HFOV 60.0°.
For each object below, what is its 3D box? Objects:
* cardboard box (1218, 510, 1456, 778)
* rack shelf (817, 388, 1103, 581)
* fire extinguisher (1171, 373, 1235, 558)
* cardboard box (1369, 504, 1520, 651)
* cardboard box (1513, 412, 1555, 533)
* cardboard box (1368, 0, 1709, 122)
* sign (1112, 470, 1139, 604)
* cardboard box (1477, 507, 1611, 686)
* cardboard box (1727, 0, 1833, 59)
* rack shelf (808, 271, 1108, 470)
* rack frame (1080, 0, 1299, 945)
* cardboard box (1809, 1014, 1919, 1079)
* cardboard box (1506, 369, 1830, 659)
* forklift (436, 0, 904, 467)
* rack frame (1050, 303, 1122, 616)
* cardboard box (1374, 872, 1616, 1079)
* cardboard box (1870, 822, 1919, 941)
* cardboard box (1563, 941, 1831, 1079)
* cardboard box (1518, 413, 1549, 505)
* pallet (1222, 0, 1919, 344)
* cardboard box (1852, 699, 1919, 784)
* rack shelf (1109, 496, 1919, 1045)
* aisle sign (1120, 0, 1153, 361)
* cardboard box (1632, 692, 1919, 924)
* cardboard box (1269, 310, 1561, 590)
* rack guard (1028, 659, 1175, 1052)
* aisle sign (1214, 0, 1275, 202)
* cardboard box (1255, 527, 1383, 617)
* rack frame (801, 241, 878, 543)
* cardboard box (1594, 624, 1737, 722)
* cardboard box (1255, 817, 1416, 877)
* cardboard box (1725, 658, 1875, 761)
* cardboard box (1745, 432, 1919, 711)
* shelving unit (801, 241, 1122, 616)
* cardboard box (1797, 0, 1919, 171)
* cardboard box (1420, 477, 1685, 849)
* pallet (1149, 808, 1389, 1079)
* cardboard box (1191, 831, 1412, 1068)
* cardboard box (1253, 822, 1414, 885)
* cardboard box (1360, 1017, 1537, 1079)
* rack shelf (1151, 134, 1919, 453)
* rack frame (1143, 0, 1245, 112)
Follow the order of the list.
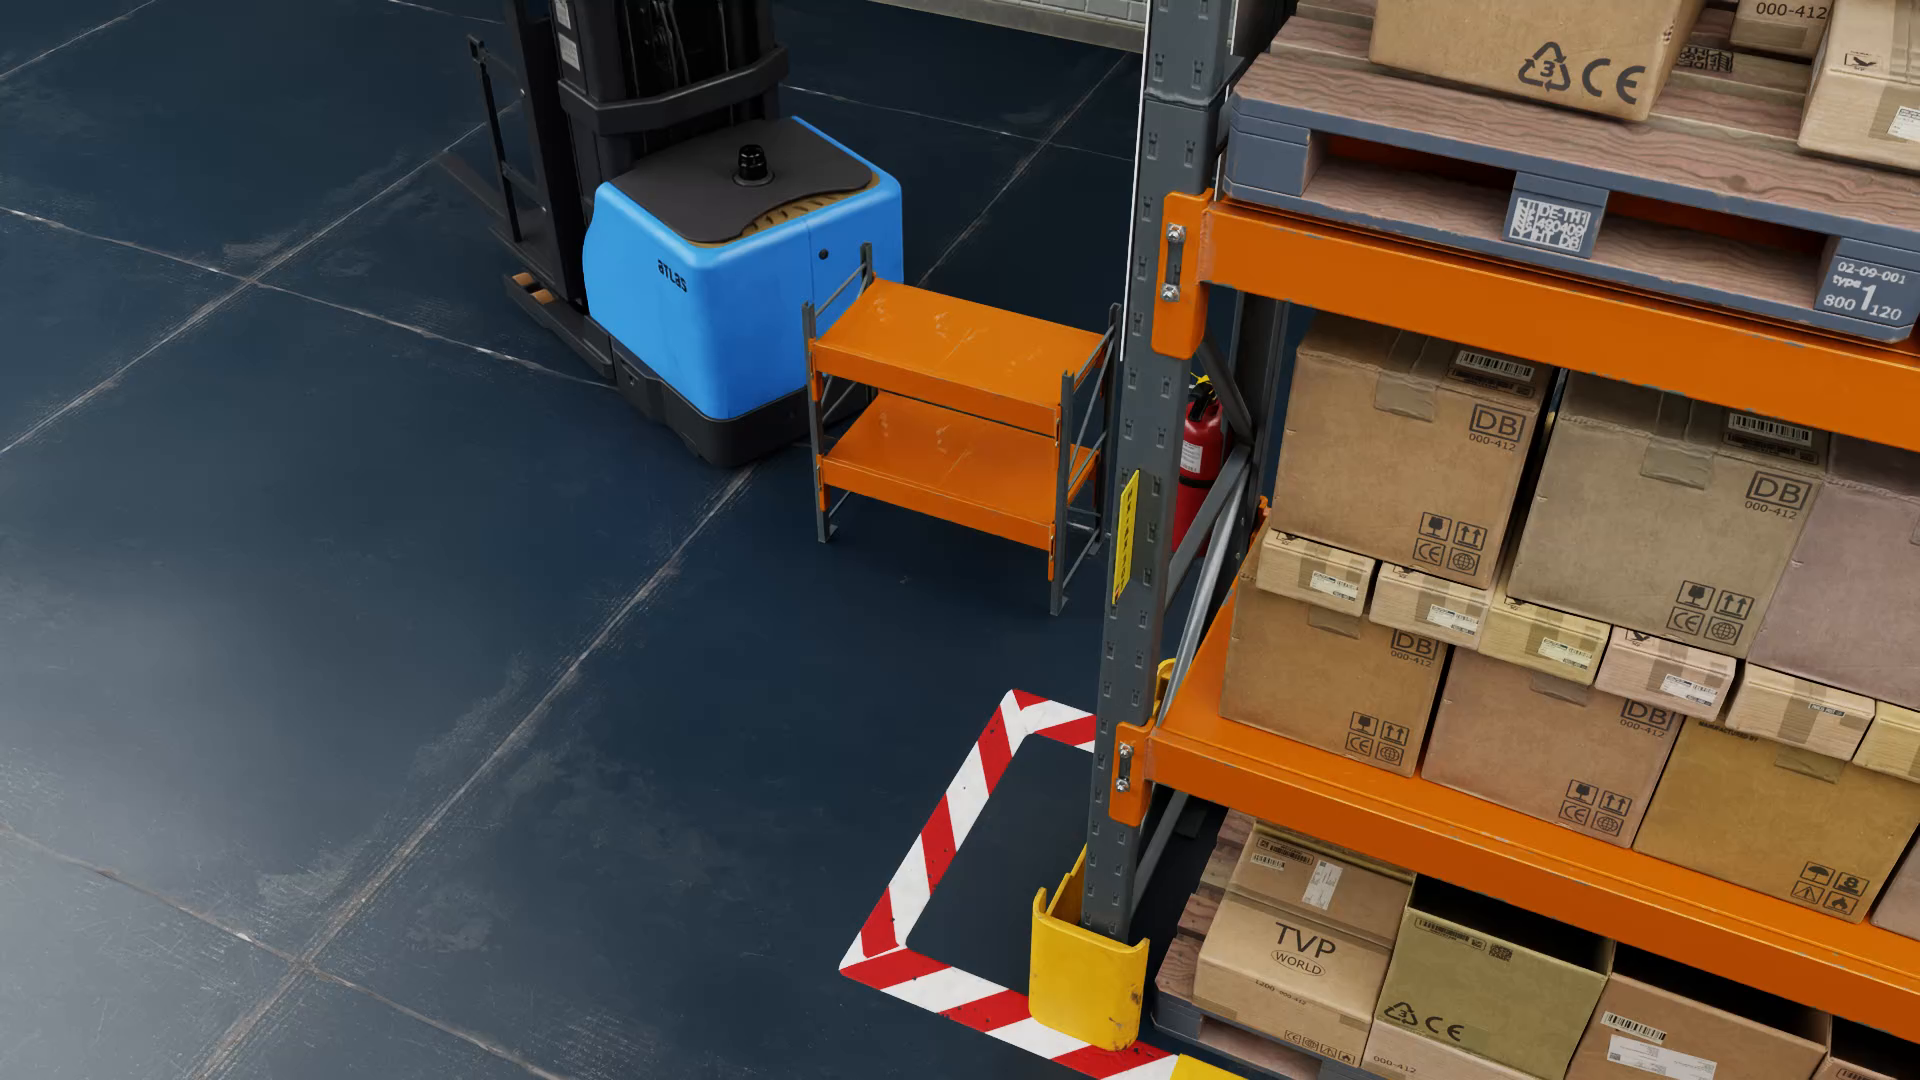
[{"bbox_3d":[1.030,0.125,4.239,0.500,0.500,0.700,17,44,19],"label":"cardboard box"},{"bbox_3d":[0.006,-0.238,6.540,1.000,0.278,0.538,17,44,19],"label":"rack shelf"},{"bbox_3d":[0.702,-0.254,4.811,0.183,0.674,0.296,17,44,19],"label":"fire extinguisher"},{"bbox_3d":[1.118,0.051,3.830,0.250,0.149,0.380,16,43,18],"label":"cardboard box"},{"bbox_3d":[1.509,-0.122,4.029,0.250,0.149,0.380,16,44,18],"label":"cardboard box"},{"bbox_3d":[1.132,-1.197,3.044,0.637,0.503,0.797,20,45,22],"label":"cardboard box"},{"bbox_3d":[0.372,-0.004,3.743,0.005,0.325,0.100,17,44,19],"label":"sign"},{"bbox_3d":[1.343,0.121,3.749,0.250,0.149,0.380,17,44,19],"label":"cardboard box"},{"bbox_3d":[1.768,-1.100,3.126,0.500,0.250,0.500,17,44,19],"label":"cardboard box"},{"bbox_3d":[0.006,-0.644,6.188,1.000,0.278,0.538,17,44,19],"label":"rack shelf"},{"bbox_3d":[0.613,0.026,4.430,0.127,3.000,1.000,17,44,19],"label":"rack frame"},{"bbox_3d":[2.363,1.320,4.143,0.500,0.500,0.500,17,44,19],"label":"cardboard box"},{"bbox_3d":[1.557,-0.208,3.633,0.500,0.500,0.700,16,43,18],"label":"cardboard box"},{"bbox_3d":[-1.541,-2.317,7.186,1.130,2.935,3.031,-28,48,-28],"label":"forklift"},{"bbox_3d":[0.467,-0.282,6.217,0.032,1.125,0.500,17,44,19],"label":"rack frame"},{"bbox_3d":[1.458,1.041,4.465,0.500,0.500,0.500,17,44,19],"label":"cardboard box"},{"bbox_3d":[2.434,0.552,3.747,0.500,0.500,0.700,18,44,20],"label":"cardboard box"},{"bbox_3d":[1.917,1.171,4.315,0.500,0.500,0.500,17,44,19],"label":"cardboard box"},{"bbox_3d":[1.277,-0.193,4.111,0.250,0.149,0.380,18,44,20],"label":"cardboard box"},{"bbox_3d":[1.242,-0.863,3.233,1.213,0.211,1.003,17,44,19],"label":"pallet"},{"bbox_3d":[2.045,0.335,3.502,0.250,0.149,0.380,16,44,18],"label":"cardboard box"},{"bbox_3d":[2.425,0.851,4.027,4.000,0.370,1.077,17,44,19],"label":"rack shelf"},{"bbox_3d":[0.424,-0.793,3.390,0.004,0.787,0.394,17,44,19],"label":"aisle sign"},{"bbox_3d":[1.956,0.408,3.912,0.500,0.500,0.700,17,44,19],"label":"cardboard box"},{"bbox_3d":[1.078,-0.351,3.798,0.500,0.500,0.700,17,44,19],"label":"cardboard box"},{"bbox_3d":[0.591,0.964,5.257,0.348,0.500,1.175,17,44,19],"label":"rack guard"},{"bbox_3d":[0.677,-1.149,3.801,0.004,0.787,0.394,17,44,19],"label":"aisle sign"},{"bbox_3d":[0.877,-0.021,3.912,0.250,0.149,0.380,17,44,18],"label":"cardboard box"},{"bbox_3d":[-0.455,-0.564,6.542,0.032,1.125,0.500,17,44,19],"label":"rack frame"},{"bbox_3d":[1.571,0.192,3.667,0.250,0.149,0.380,16,44,18],"label":"cardboard box"},{"bbox_3d":[1.224,0.595,4.980,0.500,0.500,0.500,17,44,19],"label":"cardboard box"},{"bbox_3d":[1.813,0.264,3.583,0.250,0.149,0.380,16,43,17],"label":"cardboard box"},{"bbox_3d":[2.014,-0.069,3.473,0.500,0.500,0.700,17,44,19],"label":"cardboard box"},{"bbox_3d":[0.006,-0.423,6.379,1.048,1.125,0.538,17,44,19],"label":"shelving unit"},{"bbox_3d":[1.604,-0.794,2.850,0.250,0.149,0.380,17,44,19],"label":"cardboard box"},{"bbox_3d":[1.508,0.267,4.075,0.500,0.500,0.700,18,44,20],"label":"cardboard box"},{"bbox_3d":[1.323,1.266,5.128,1.213,0.211,1.003,17,44,19],"label":"pallet"},{"bbox_3d":[1.005,1.187,4.870,0.500,0.250,0.500,17,44,19],"label":"cardboard box"},{"bbox_3d":[1.223,0.879,5.224,0.500,0.250,0.500,17,44,19],"label":"cardboard box"},{"bbox_3d":[1.459,1.323,4.712,0.500,0.250,0.500,17,44,19],"label":"cardboard box"},{"bbox_3d":[2.425,-0.282,3.044,4.000,0.370,1.077,17,44,19],"label":"rack shelf"},{"bbox_3d":[0.613,-2.241,2.465,0.127,3.000,1.000,17,44,19],"label":"rack frame"}]
